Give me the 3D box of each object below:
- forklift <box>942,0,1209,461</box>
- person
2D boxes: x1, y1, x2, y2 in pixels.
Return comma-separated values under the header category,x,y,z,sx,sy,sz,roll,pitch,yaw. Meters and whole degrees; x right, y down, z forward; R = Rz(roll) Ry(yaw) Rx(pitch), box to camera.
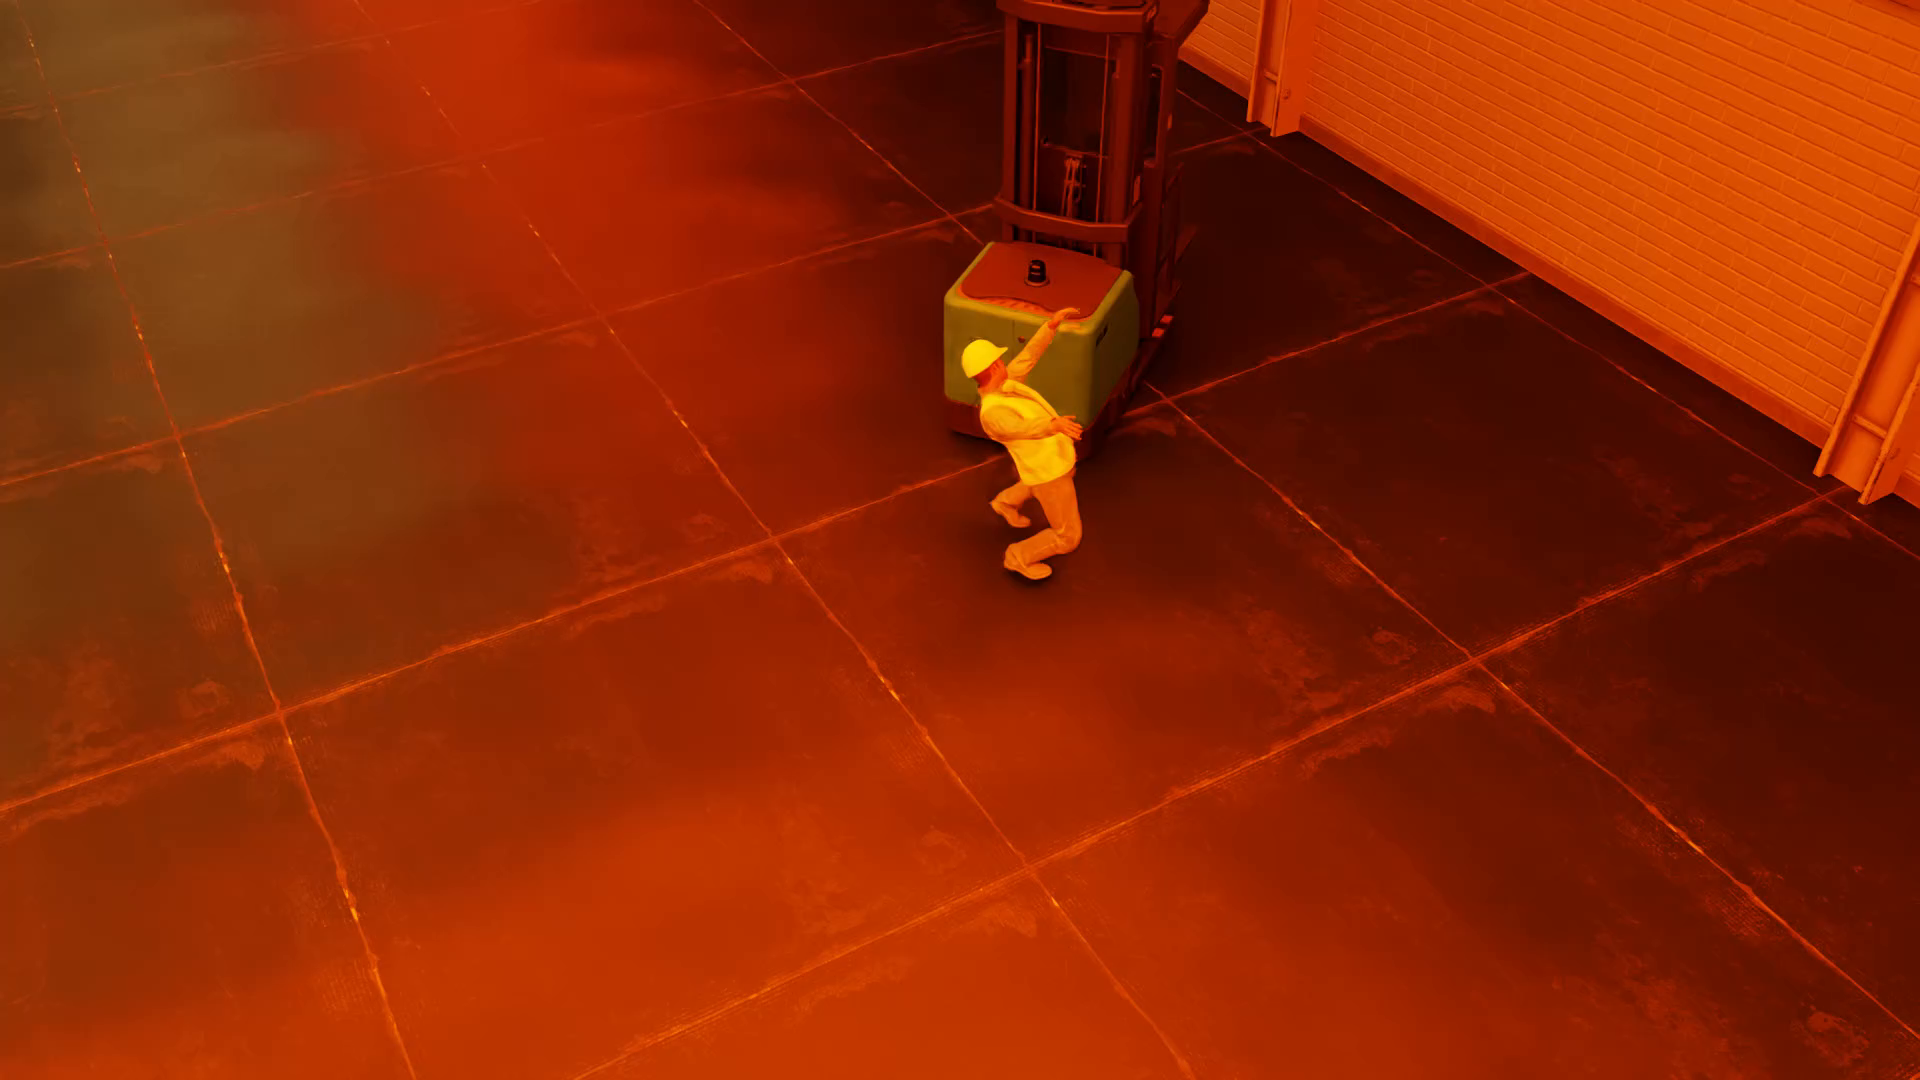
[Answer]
category,x,y,z,sx,sy,sz,roll,pitch,yaw
forklift,0.931,-2.586,11.154,1.130,2.935,3.031,15,42,18
person,0.372,-0.448,9.603,0.705,1.595,1.018,-1,40,-2
